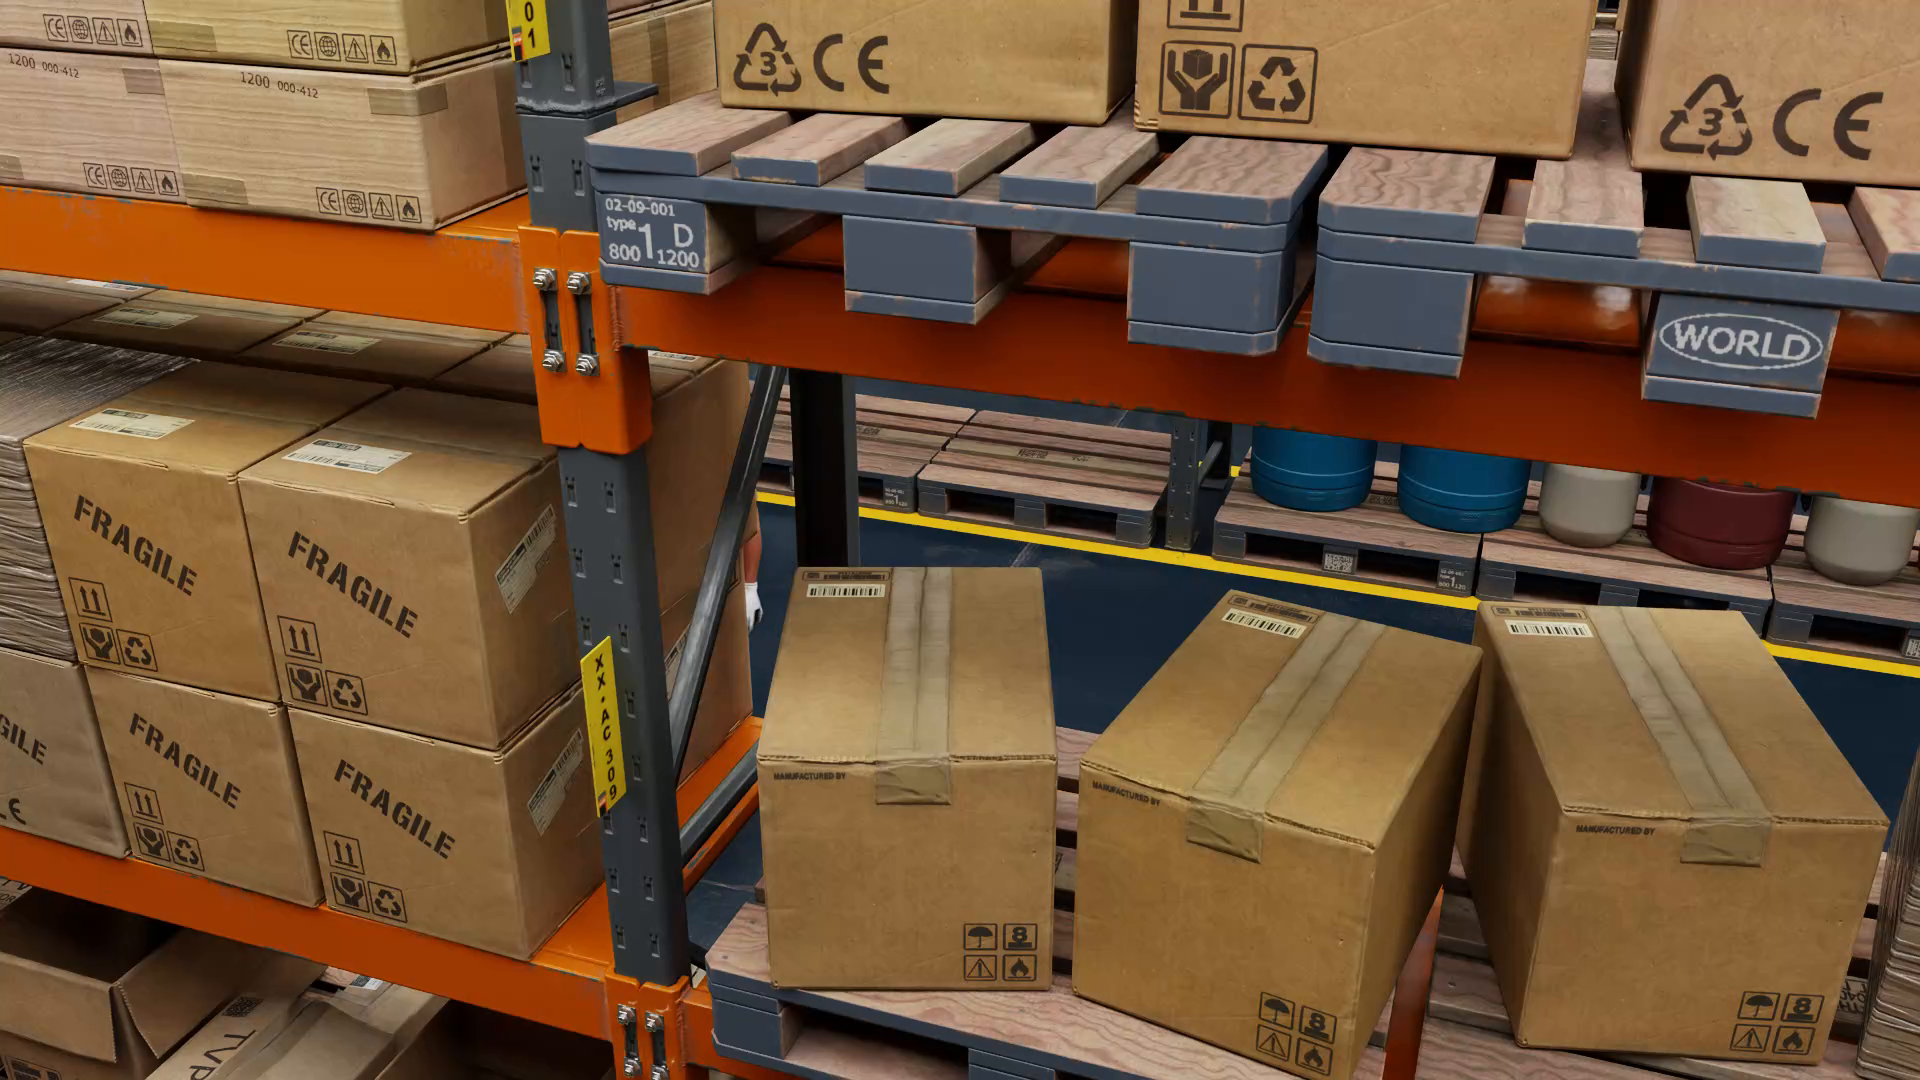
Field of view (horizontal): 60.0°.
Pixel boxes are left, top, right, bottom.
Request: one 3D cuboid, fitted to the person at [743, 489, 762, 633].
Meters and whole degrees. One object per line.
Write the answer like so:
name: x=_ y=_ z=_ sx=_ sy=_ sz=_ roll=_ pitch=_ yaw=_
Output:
person: x=-0.975 y=0.156 z=5.765 sx=0.620 sy=1.779 sz=0.454 roll=8 pitch=27 yaw=16
